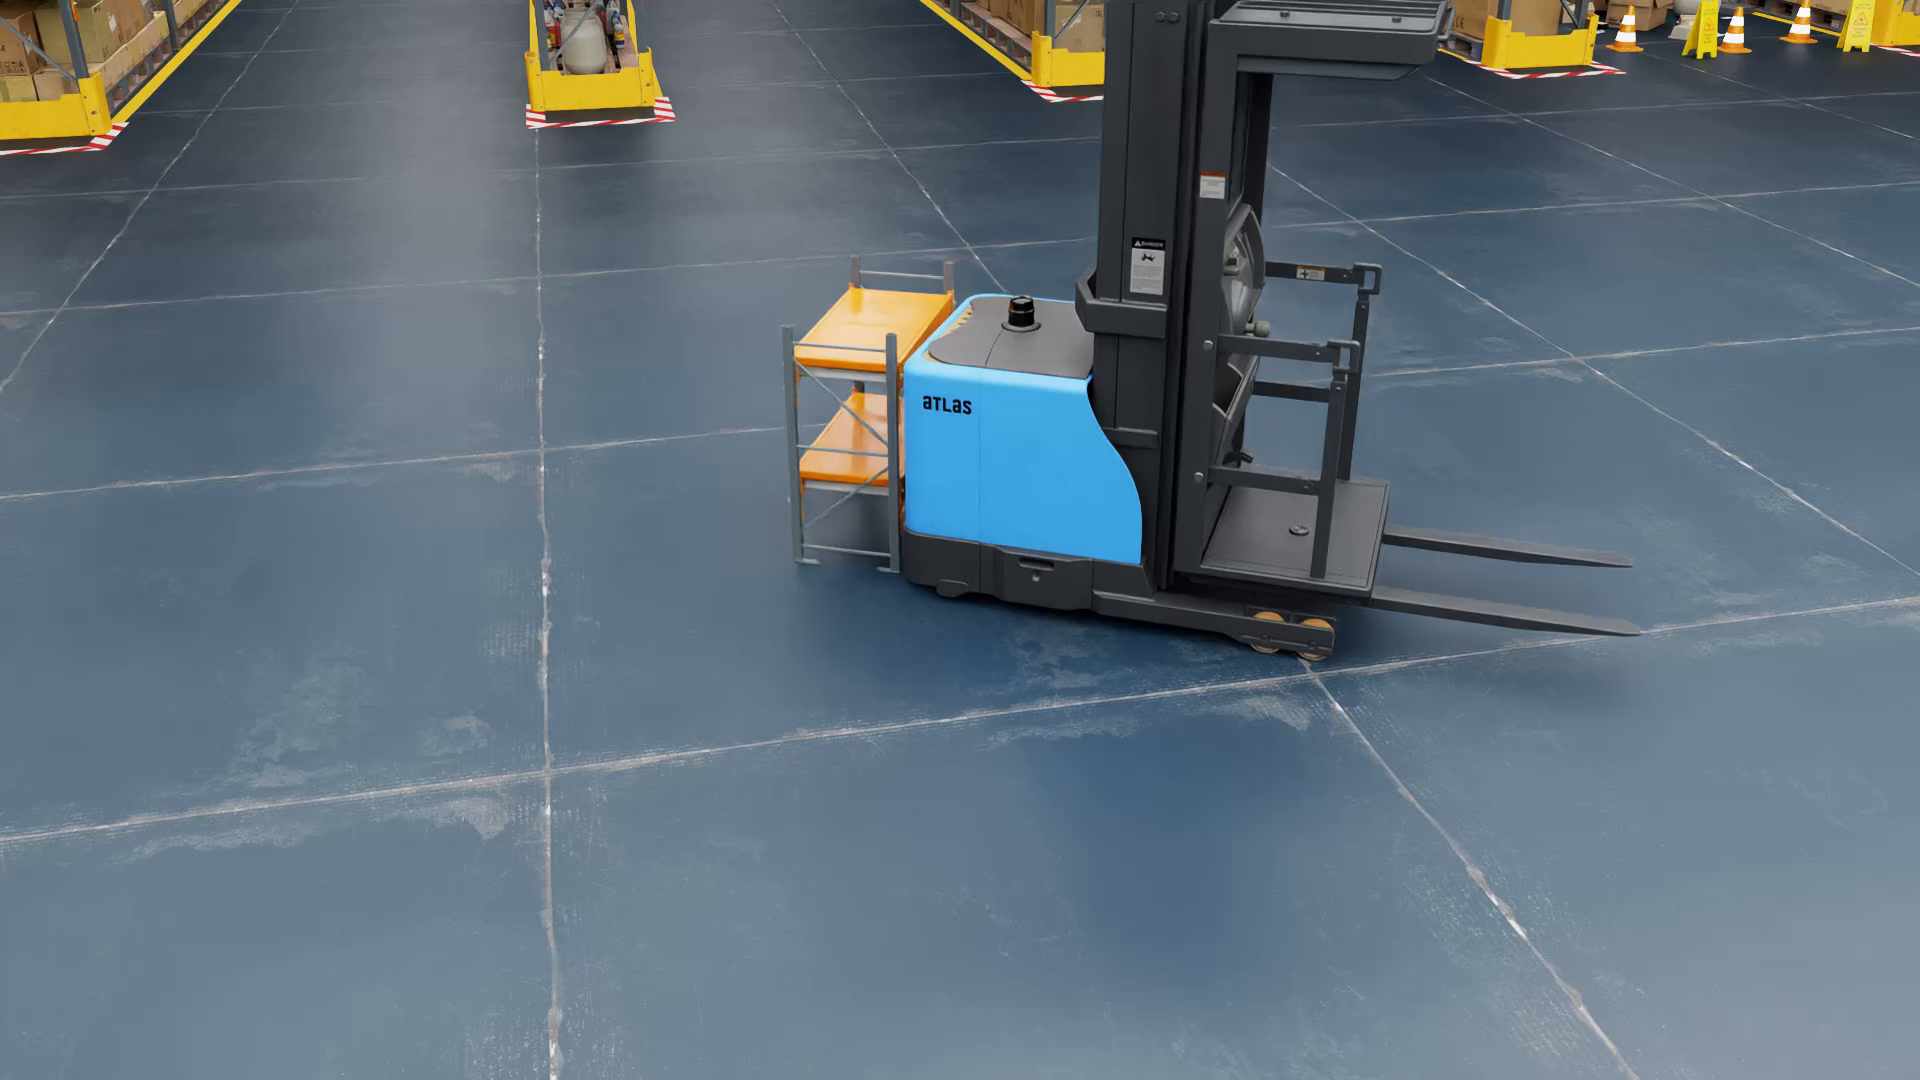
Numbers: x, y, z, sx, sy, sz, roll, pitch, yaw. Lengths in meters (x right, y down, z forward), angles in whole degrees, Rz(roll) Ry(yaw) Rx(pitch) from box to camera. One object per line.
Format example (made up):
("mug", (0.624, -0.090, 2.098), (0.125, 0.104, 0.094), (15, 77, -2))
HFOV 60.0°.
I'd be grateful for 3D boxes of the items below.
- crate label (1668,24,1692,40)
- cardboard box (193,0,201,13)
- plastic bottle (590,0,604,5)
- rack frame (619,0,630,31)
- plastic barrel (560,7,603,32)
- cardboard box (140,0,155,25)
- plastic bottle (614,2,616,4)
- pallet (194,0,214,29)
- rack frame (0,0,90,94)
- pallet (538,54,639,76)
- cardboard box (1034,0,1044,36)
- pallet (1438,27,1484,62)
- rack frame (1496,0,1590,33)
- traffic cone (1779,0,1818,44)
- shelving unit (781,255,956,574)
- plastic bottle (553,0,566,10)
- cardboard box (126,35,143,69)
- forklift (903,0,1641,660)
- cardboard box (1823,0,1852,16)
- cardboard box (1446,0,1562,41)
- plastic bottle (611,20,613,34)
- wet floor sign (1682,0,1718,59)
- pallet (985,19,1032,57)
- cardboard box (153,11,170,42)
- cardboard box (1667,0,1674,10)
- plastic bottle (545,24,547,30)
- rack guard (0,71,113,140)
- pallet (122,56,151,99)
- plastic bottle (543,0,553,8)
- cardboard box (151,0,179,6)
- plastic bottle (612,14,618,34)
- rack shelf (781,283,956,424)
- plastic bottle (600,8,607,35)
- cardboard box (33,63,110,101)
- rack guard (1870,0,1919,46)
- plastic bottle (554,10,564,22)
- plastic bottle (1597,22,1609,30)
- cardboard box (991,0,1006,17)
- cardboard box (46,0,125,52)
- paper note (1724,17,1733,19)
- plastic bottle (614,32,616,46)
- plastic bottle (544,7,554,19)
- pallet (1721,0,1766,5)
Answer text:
("crate label", (8.402, -5.882, 19.252), (0.250, 0.136, 0.298), (-23, 35, -38))
("cardboard box", (-9.293, -6.385, 19.656), (0.500, 0.250, 0.500), (-7, 28, -13))
("plastic bottle", (-4.098, -6.018, 18.795), (0.144, 0.351, 0.185), (-6, 27, -12))
("rack frame", (-4.384, -7.272, 18.829), (1.000, 3.000, 0.127), (-6, 27, -12))
("plastic barrel", (-3.818, -5.094, 16.809), (0.421, 0.512, 0.421), (0, 27, 0))
("cardboard box", (-8.792, -5.663, 17.395), (0.500, 0.500, 0.500), (-6, 27, -12))
("plastic bottle", (-3.837, -5.851, 18.539), (0.061, 0.283, 0.133), (-4, 27, -8))
("pallet", (-9.693, -6.382, 20.160), (1.003, 0.211, 1.213), (-6, 27, -12))
("rack frame", (-8.309, -5.015, 14.356), (1.000, 3.000, 0.127), (-6, 27, -12))
("pallet", (-3.723, -4.657, 16.742), (1.003, 0.211, 1.213), (-6, 27, -12))
("cardboard box", (1.051, -5.625, 17.874), (0.500, 0.500, 0.500), (1, 27, 2))
("pallet", (5.942, -5.576, 18.564), (1.003, 0.211, 1.213), (-6, 27, -12))
("rack frame", (6.198, -6.478, 17.256), (1.000, 3.000, 0.127), (-6, 27, -12))
("traffic cone", (9.644, -5.951, 19.026), (0.336, 0.463, 0.334), (-6, 27, -12))
("shelving unit", (-0.394, -0.608, 7.705), (0.538, 1.125, 1.048), (6, 27, 12))
("plastic bottle", (-4.466, -5.904, 18.570), (0.144, 0.351, 0.185), (-6, 27, -12))
("cardboard box", (-8.550, -4.891, 16.697), (0.500, 0.250, 0.500), (-6, 27, -12))
("forklift", (1.327, -1.087, 6.651), (3.031, 2.935, 1.130), (8, 28, 16))
("cardboard box", (10.549, -6.323, 19.535), (0.500, 0.250, 0.500), (-6, 27, -12))
("cardboard box", (5.981, -6.008, 18.217), (0.875, 0.875, 0.875), (-6, 27, -11))
("plastic bottle", (-3.756, -5.619, 18.171), (0.097, 0.201, 0.097), (0, 27, 0))
("wet floor sign", (8.134, -5.616, 18.160), (0.267, 0.644, 0.232), (-11, 29, -20))
("pallet", (0.906, -5.702, 18.813), (1.003, 0.211, 1.213), (-6, 27, -12))
("cardboard box", (-8.893, -5.549, 18.001), (0.500, 0.250, 0.500), (-6, 27, -12))
("cardboard box", (9.013, -7.058, 21.176), (0.500, 0.500, 0.500), (13, 30, 24))
("plastic bottle", (-4.368, -5.311, 17.470), (0.061, 0.283, 0.133), (-5, 27, -10))
("rack guard", (-8.304, -3.888, 14.899), (1.175, 0.500, 0.348), (-6, 27, -12))
("pallet", (-8.794, -4.636, 16.700), (1.003, 0.211, 1.213), (-6, 27, -12))
("plastic bottle", (-4.606, -5.889, 18.541), (0.144, 0.351, 0.185), (-5, 27, -10))
("cardboard box", (-9.061, -6.188, 18.643), (0.500, 0.311, 0.500), (-6, 27, -11))
("plastic bottle", (-3.687, -5.516, 17.890), (0.097, 0.271, 0.097), (0, 27, 0))
("rack shelf", (-0.394, -0.869, 7.573), (0.538, 0.278, 1.000), (6, 27, 12))
("plastic bottle", (-3.913, -5.693, 18.227), (0.061, 0.283, 0.133), (-6, 27, -12))
("cardboard box", (-8.213, -4.233, 15.392), (0.500, 0.250, 0.500), (-6, 27, -12))
("rack guard", (10.981, -5.943, 18.969), (1.175, 0.500, 0.348), (-6, 27, -12))
("plastic bottle", (-4.329, -5.613, 18.075), (0.152, 0.276, 0.135), (-6, 27, -12))
("plastic bottle", (7.599, -6.161, 19.888), (0.133, 0.061, 0.283), (-16, 31, -29))
("cardboard box", (0.629, -6.416, 19.441), (0.500, 0.500, 0.500), (2, 27, 5))
("cardboard box", (-8.453, -5.005, 16.090), (0.500, 0.500, 0.500), (-6, 27, -12))
("paper note", (9.462, -6.423, 20.442), (0.142, 0.019, 0.148), (-16, 31, -29))
("plastic bottle", (-3.611, -5.336, 17.611), (0.097, 0.201, 0.097), (0, 27, 0))
("plastic bottle", (-4.426, -5.538, 17.845), (0.144, 0.351, 0.185), (-5, 27, -9))
("pallet", (10.283, -7.245, 21.870), (1.003, 0.211, 1.213), (-6, 27, -12))
